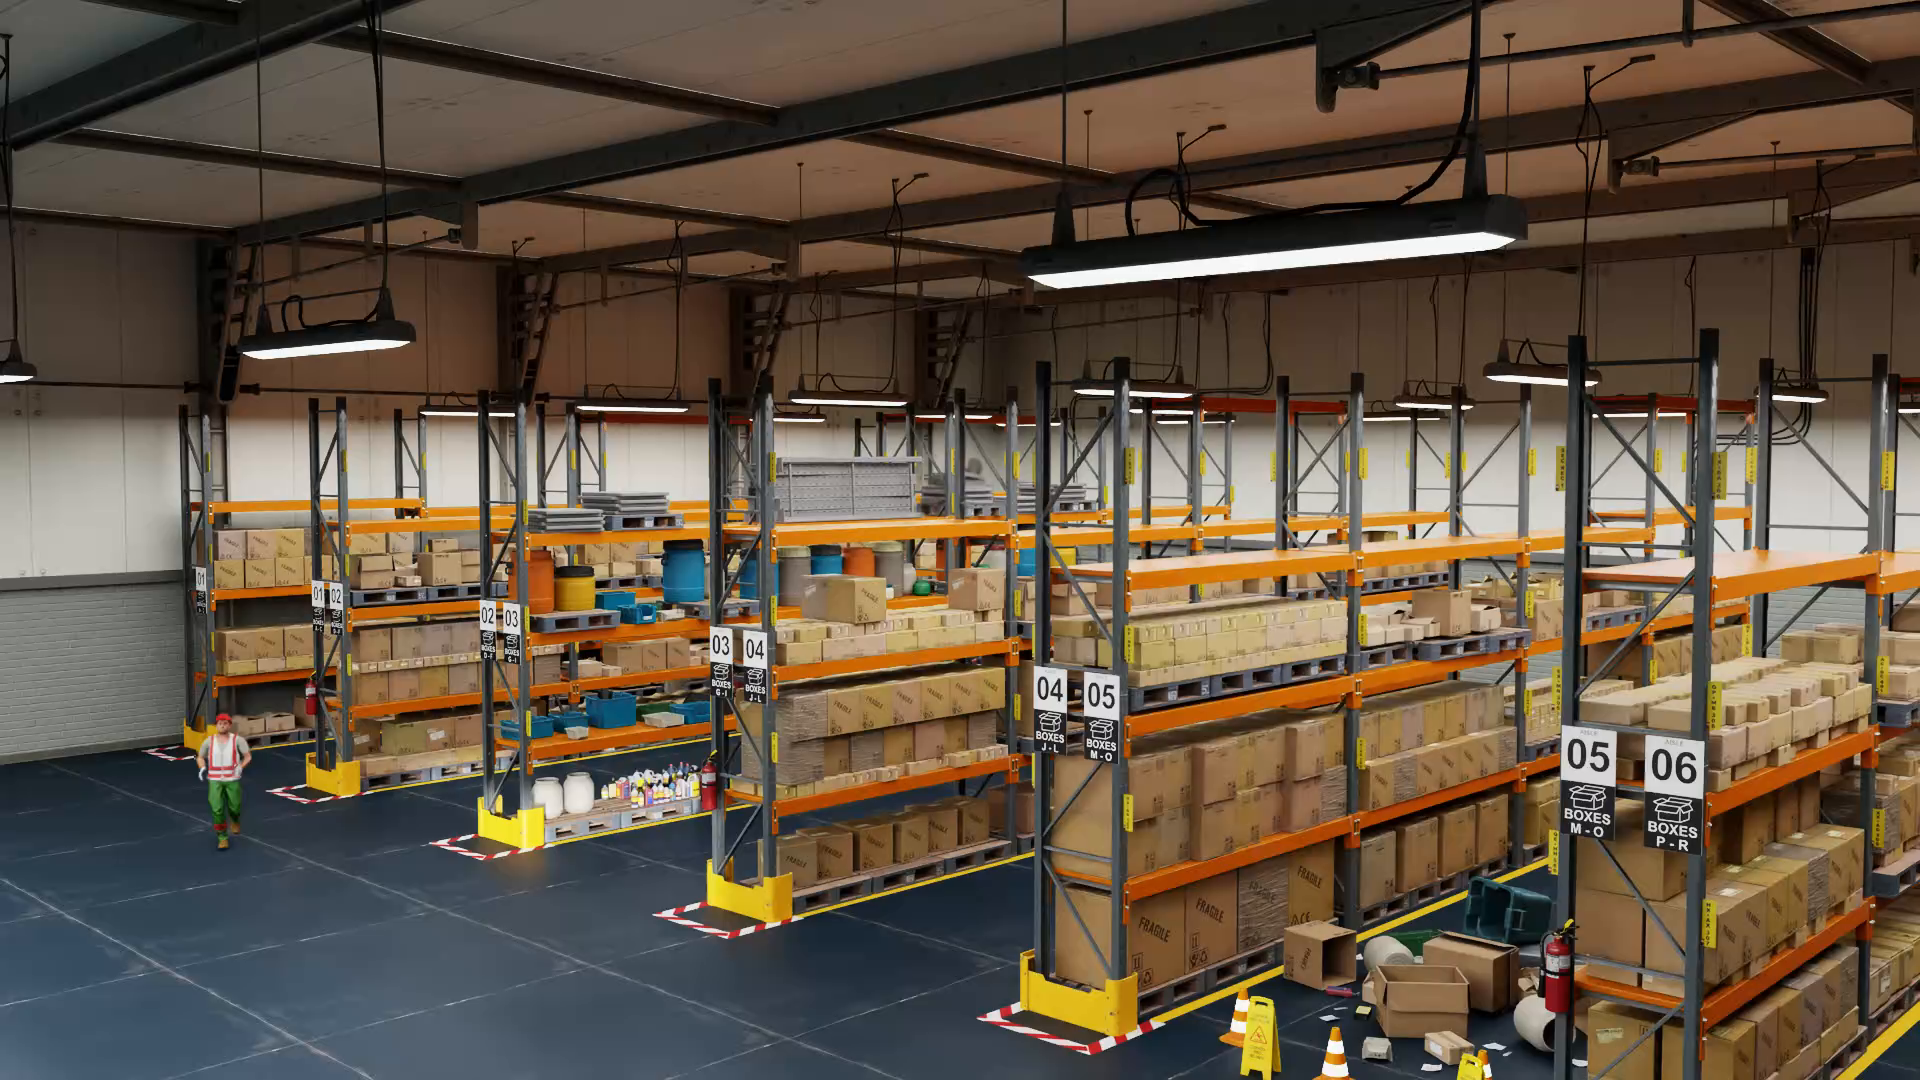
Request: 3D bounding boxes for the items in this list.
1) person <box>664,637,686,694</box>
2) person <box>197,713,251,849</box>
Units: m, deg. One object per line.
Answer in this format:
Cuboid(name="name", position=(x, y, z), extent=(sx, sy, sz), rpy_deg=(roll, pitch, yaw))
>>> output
Cuboid(name="person", position=(-5.464, 2.674, 32.007), extent=(0.623, 1.639, 0.550), rpy_deg=(3, 4, 42))
Cuboid(name="person", position=(-9.663, 3.143, 21.834), extent=(0.658, 1.741, 0.690), rpy_deg=(-1, 3, -18))
